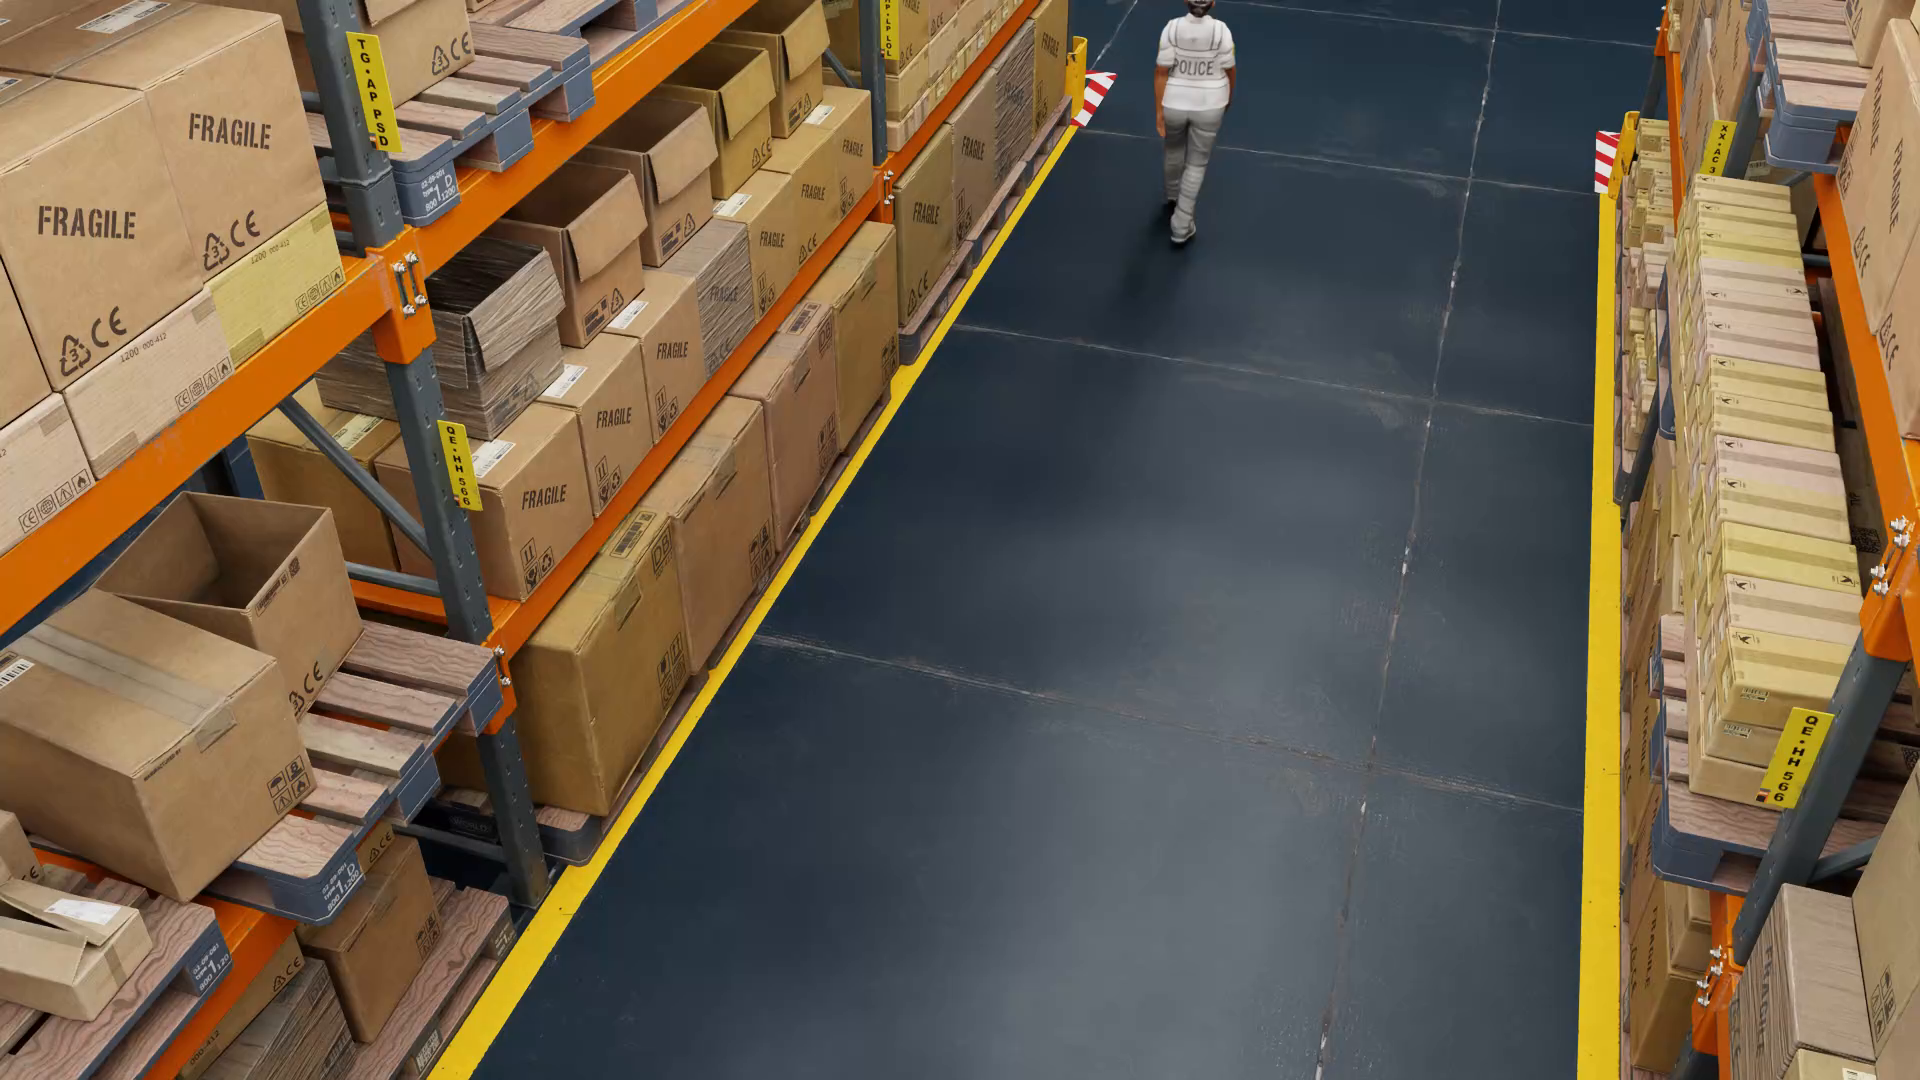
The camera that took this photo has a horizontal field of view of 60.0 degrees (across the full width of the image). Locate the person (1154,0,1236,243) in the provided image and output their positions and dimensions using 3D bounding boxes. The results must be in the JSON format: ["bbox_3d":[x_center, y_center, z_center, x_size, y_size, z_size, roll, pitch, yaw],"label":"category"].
[{"bbox_3d":[1.494,-2.767,10.530,0.474,1.664,0.837,12,39,16],"label":"person"}]
